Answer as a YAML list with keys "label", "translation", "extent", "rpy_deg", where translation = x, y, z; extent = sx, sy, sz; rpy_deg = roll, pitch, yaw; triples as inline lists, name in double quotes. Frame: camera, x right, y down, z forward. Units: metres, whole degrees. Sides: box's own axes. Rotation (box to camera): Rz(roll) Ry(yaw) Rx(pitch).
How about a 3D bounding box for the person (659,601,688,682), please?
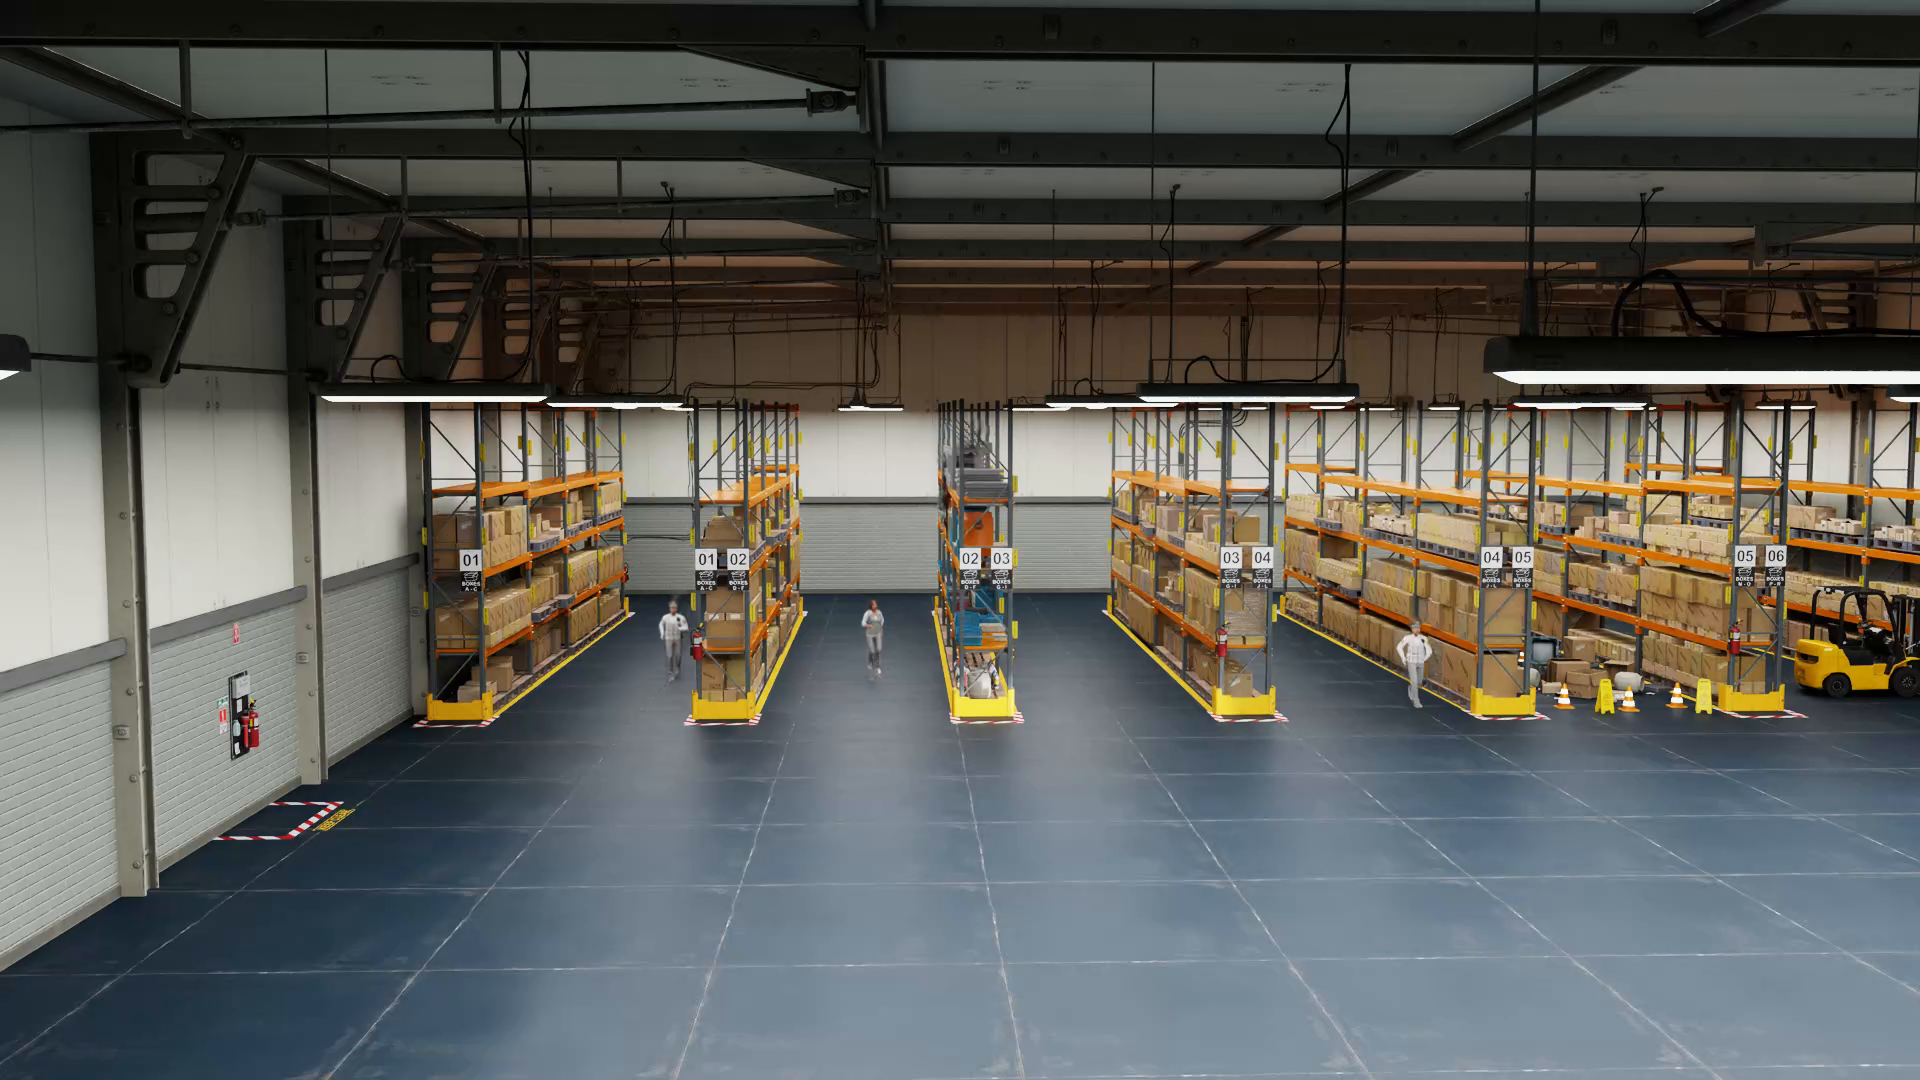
- label: "person"
  translation: [-6.142, 2.147, 35.682]
  extent: [0.611, 1.681, 0.940]
  rpy_deg: [-1, 4, -9]

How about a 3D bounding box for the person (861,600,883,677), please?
- label: "person"
  translation: [-1.849, 2.085, 35.410]
  extent: [0.526, 1.641, 0.704]
  rpy_deg: [-1, 4, -14]

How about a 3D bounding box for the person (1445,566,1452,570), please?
- label: "person"
  translation: [14.539, 1.153, 49.320]
  extent: [0.822, 1.668, 0.731]
  rpy_deg: [2, 5, 26]

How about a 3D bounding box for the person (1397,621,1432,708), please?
- label: "person"
  translation: [8.899, 2.405, 32.531]
  extent: [0.642, 1.670, 0.838]
  rpy_deg: [0, 4, -4]
